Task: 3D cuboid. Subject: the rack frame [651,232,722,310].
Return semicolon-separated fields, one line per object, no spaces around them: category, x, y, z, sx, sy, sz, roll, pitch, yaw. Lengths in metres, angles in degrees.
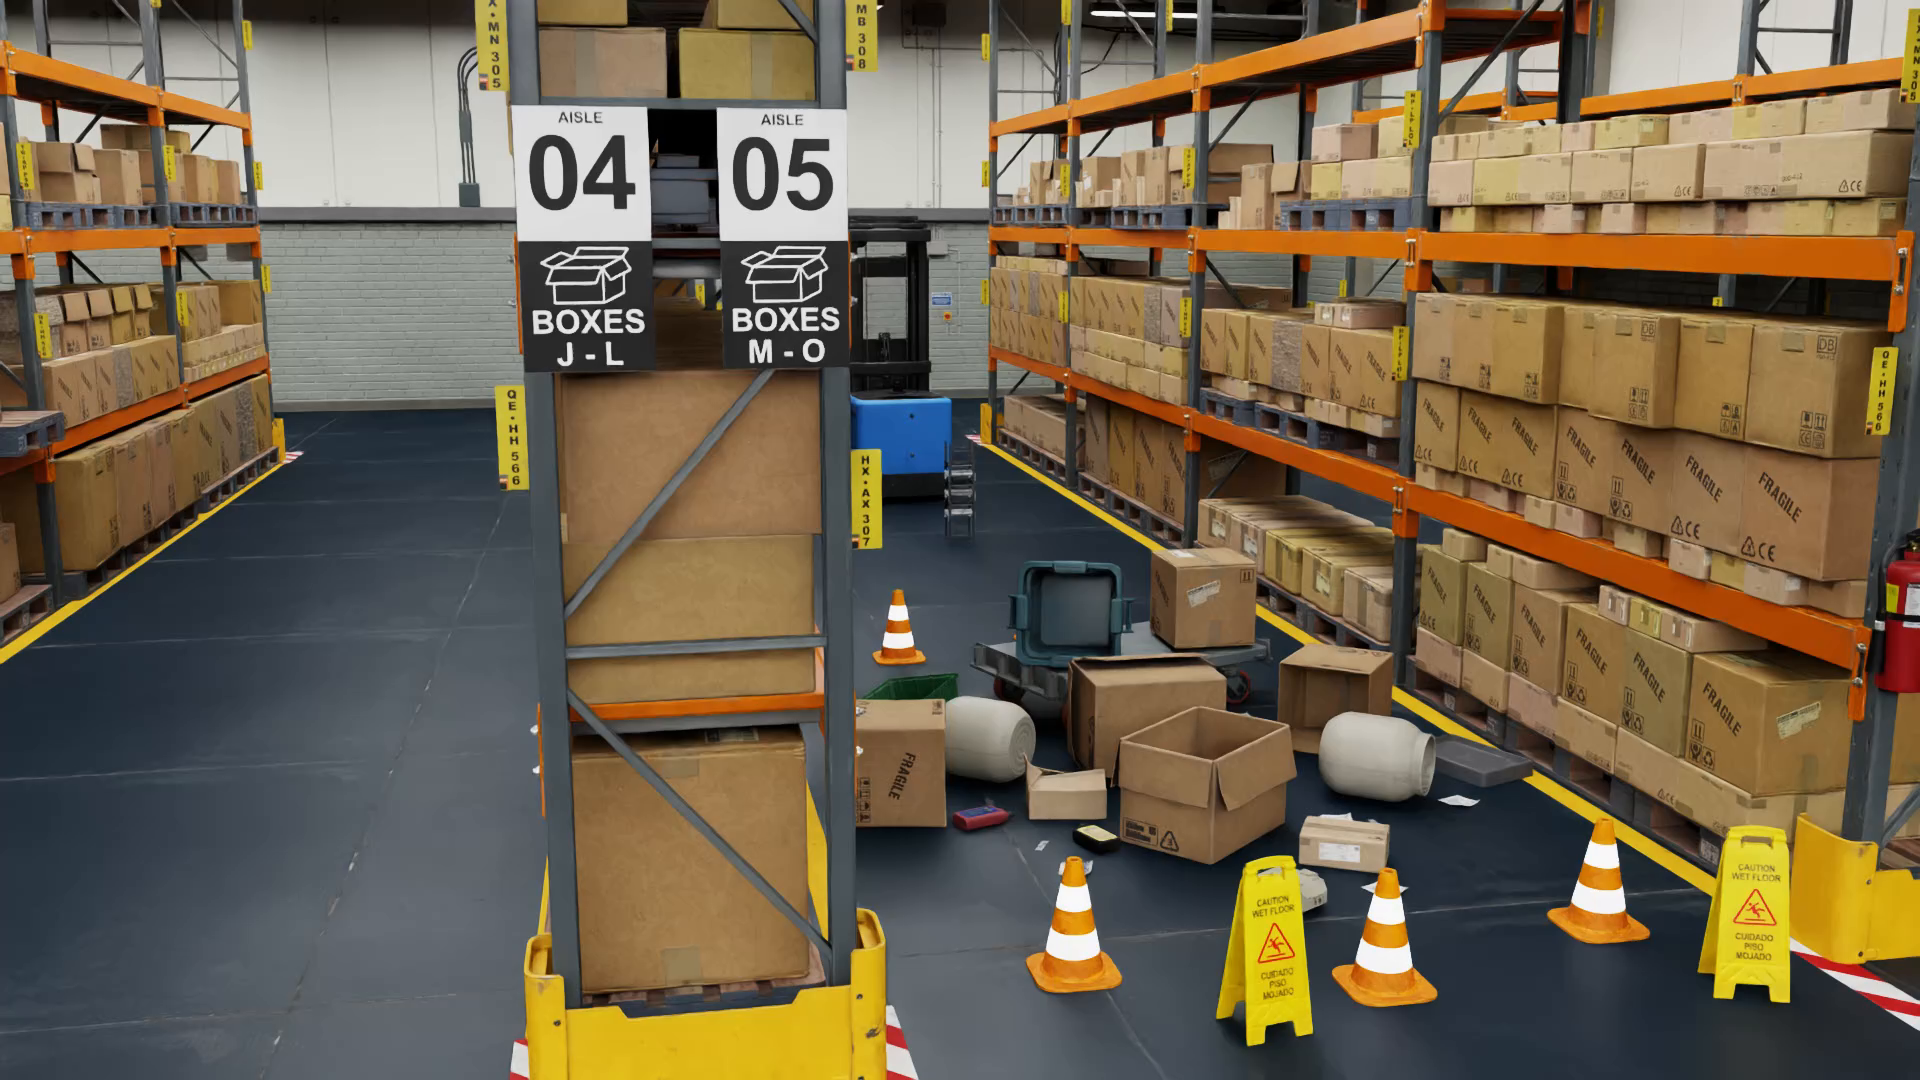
rack frame;-1.627;-0.383;9.238;1.000;3.000;0.127;-2;11;-11

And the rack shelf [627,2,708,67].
rack shelf;-2.016;-3.147;10.709;1.077;0.370;4.000;-2;11;-11

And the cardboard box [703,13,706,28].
cardboard box;-0.748;-1.858;6.118;0.380;0.149;0.250;-2;11;-10

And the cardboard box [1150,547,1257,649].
cardboard box;1.468;0.345;10.075;0.500;0.500;0.500;-2;11;-11

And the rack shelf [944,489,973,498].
rack shelf;-0.002;-0.411;15.180;0.258;0.077;0.200;-2;11;-11

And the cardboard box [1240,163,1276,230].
cardboard box;2.605;-2.663;12.931;0.700;0.500;0.500;-2;11;-11

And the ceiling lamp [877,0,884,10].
ceiling lamp;-2.026;-9.001;22.861;2.000;3.185;0.800;-2;11;-11

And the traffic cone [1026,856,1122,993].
traffic cone;0.440;1.448;6.404;0.336;0.463;0.334;-2;11;-11

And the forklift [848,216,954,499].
forklift;-0.940;-2.094;18.413;1.130;2.935;3.031;-3;11;-15

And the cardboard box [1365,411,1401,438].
cardboard box;2.838;-0.748;10.709;0.380;0.149;0.250;-2;11;-10

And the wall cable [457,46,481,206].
wall cable;-6.565;-8.112;25.197;2.277;5.999;0.120;-2;11;-11

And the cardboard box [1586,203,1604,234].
cardboard box;3.328;-1.582;8.189;0.380;0.149;0.250;-2;11;-11

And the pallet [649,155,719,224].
pallet;-1.004;-1.215;5.825;1.003;0.211;1.213;-2;11;-11

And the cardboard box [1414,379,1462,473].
cardboard box;3.021;-0.686;9.767;0.500;0.500;0.500;-2;11;-11

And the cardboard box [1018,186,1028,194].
cardboard box;1.050;-4.358;21.113;0.500;0.250;0.500;-3;11;-16

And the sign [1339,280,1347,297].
sign;5.211;-3.369;22.612;0.100;0.325;0.005;-2;11;-11

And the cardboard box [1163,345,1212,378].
cardboard box;2.087;-1.566;14.521;0.500;0.250;0.500;-2;11;-11

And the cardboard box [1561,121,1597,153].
cardboard box;3.257;-2.017;8.340;0.380;0.149;0.250;-2;11;-12

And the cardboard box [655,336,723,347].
cardboard box;-1.057;-0.528;6.712;0.875;0.550;0.550;-2;11;-11

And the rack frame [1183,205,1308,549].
rack frame;2.431;-1.315;14.136;1.000;3.000;0.127;-2;11;-11

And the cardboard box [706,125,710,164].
cardboard box;-0.750;-1.468;6.201;0.380;0.149;0.250;-2;11;-11

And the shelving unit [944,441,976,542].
shelving unit;-0.002;-0.444;15.174;0.258;0.900;0.210;-2;11;-11

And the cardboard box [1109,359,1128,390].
cardboard box;1.754;-1.603;16.051;0.500;0.250;0.500;-2;11;-12

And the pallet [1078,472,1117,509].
pallet;1.877;-0.540;17.522;1.003;0.211;1.213;-2;11;-11

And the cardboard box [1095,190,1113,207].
cardboard box;1.555;-3.369;16.406;0.380;0.166;0.250;-3;11;-15

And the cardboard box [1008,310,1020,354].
cardboard box;0.893;-2.547;20.342;0.500;0.500;0.500;-2;11;-11

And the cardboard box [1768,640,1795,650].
cardboard box;3.990;0.670;7.931;0.500;0.500;0.500;-3;11;-13

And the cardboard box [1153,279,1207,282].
cardboard box;2.173;-2.328;16.515;0.500;0.500;0.500;-2;11;-9

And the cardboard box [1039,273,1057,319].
cardboard box;1.199;-2.759;18.780;0.500;0.500;0.500;-2;11;-12

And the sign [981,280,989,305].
sign;0.329;-3.227;21.656;0.100;0.325;0.005;-2;11;-11

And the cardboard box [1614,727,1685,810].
cardboard box;3.472;1.063;7.873;0.500;0.250;0.500;-2;11;-11

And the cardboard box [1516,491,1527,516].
cardboard box;3.233;-0.202;8.961;0.380;0.149;0.250;-2;11;-11

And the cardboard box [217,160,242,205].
cardboard box;-8.692;-4.106;19.122;0.700;0.500;0.500;-3;11;-14

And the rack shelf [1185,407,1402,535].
rack shelf;2.820;-0.595;12.276;1.077;0.370;4.000;-2;11;-11

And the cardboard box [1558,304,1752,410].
cardboard box;3.421;-0.899;8.215;0.700;0.500;0.500;-2;11;-11

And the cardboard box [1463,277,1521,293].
cardboard box;6.492;-2.953;20.344;0.500;0.500;0.500;-2;11;-13

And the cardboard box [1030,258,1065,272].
cardboard box;1.031;-3.234;19.541;0.380;0.149;0.250;-2;11;-11

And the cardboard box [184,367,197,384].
cardboard box;-7.799;-1.631;16.469;0.380;0.149;0.250;-2;11;-11

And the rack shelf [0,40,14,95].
rack shelf;-6.901;-2.985;9.859;1.077;0.370;4.000;-2;11;-11

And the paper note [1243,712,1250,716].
paper note;1.638;1.037;9.722;0.148;0.019;0.142;-2;11;-11

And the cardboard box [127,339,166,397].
cardboard box;-7.620;-1.570;15.211;0.500;0.500;0.500;-2;11;-9

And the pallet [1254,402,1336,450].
pallet;2.856;-0.859;12.254;1.003;0.211;1.213;-2;11;-11

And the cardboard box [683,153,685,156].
cardboard box;-1.243;-1.933;8.643;0.380;0.149;0.250;-2;11;-11

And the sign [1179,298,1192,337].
sign;1.887;-1.863;13.918;0.100;0.325;0.005;-2;11;-11

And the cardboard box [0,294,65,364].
cardboard box;-7.416;-1.631;12.847;0.797;0.503;0.637;-2;11;-9

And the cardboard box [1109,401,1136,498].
cardboard box;2.035;-0.935;16.699;0.875;0.875;0.875;-2;11;-9

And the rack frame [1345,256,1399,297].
rack frame;5.743;-2.963;22.797;1.000;3.000;0.127;-2;11;-11

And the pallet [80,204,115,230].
pallet;-7.688;-2.656;13.667;1.003;0.211;1.213;-2;11;-8

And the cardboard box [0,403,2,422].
cardboard box;-6.939;-1.014;11.162;0.700;0.500;0.500;0;11;-3

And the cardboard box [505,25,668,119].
cardboard box;-1.219;-1.530;5.459;0.500;0.250;0.500;-2;11;-10

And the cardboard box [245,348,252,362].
cardboard box;-8.306;-2.105;18.960;0.380;0.149;0.250;-2;11;-10

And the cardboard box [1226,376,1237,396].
cardboard box;2.342;-1.226;13.220;0.380;0.149;0.250;-3;11;-15

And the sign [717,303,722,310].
sign;-1.861;-1.706;13.094;0.100;0.325;0.005;-2;11;-11

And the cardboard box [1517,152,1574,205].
cardboard box;3.220;-1.850;8.531;0.500;0.250;0.500;-2;11;-10
